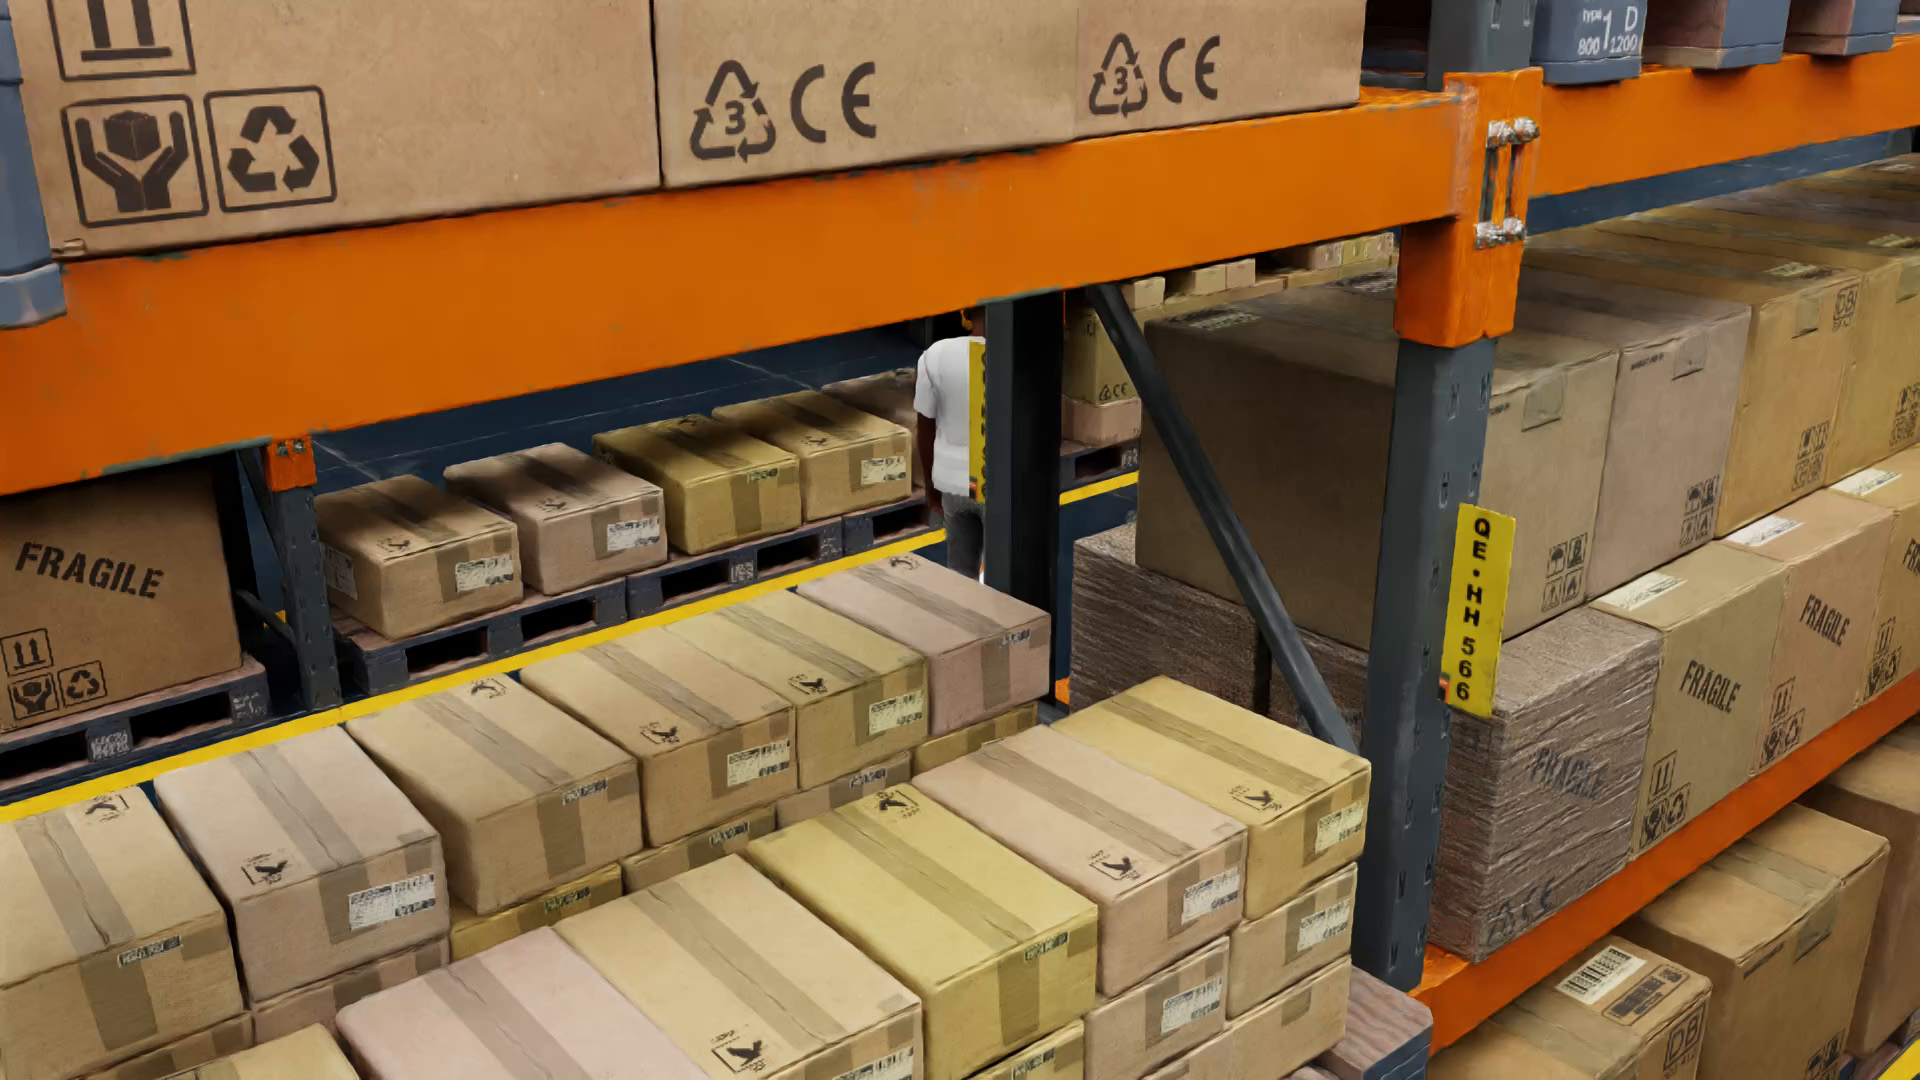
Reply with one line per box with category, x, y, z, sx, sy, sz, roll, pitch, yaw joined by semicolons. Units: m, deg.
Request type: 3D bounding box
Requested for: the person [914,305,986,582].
person;0.115;-0.209;6.557;0.591;1.772;0.386;11;23;26
